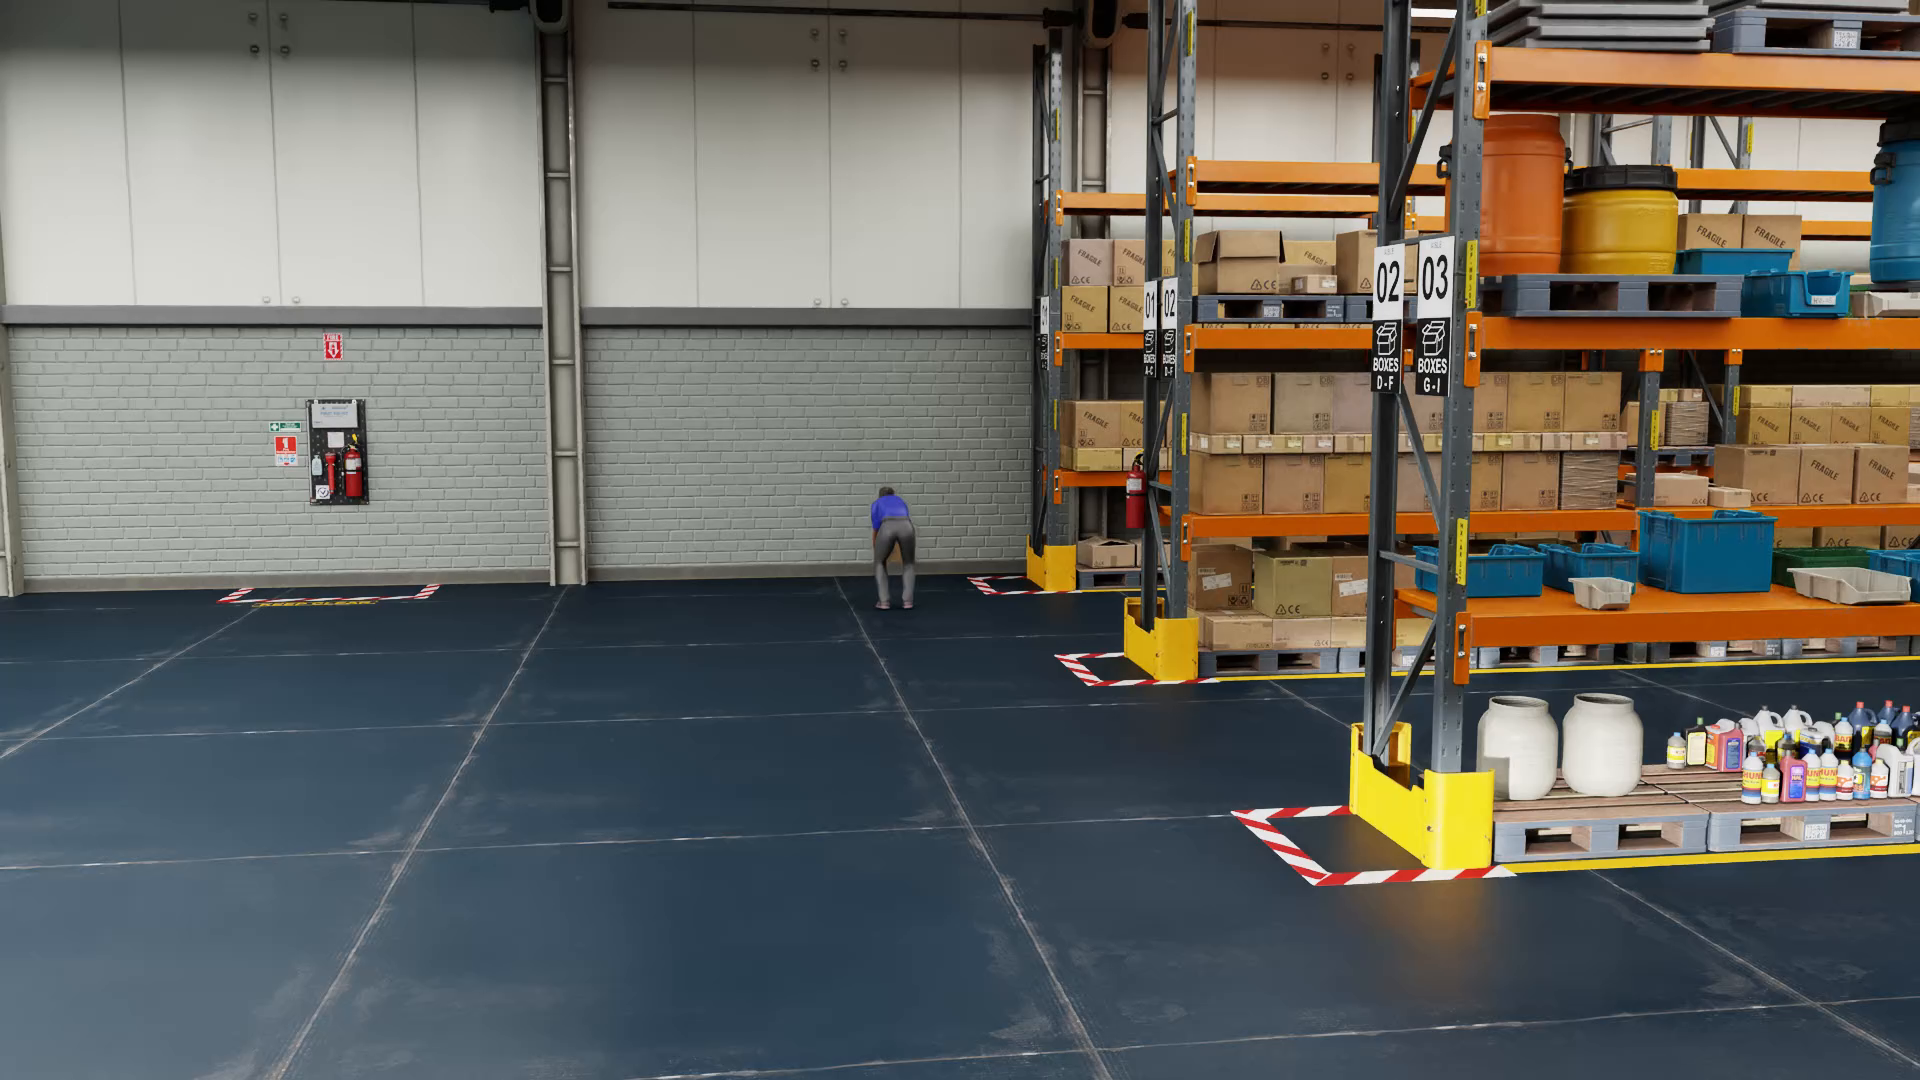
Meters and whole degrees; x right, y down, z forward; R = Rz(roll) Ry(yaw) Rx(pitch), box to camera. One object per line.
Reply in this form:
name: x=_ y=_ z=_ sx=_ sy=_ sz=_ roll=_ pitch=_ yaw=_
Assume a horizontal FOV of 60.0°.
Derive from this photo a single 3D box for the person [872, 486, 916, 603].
person: x=-0.693 y=0.039 z=17.130 sx=0.429 sy=1.147 sz=0.824 roll=-1 pitch=7 yaw=-11
